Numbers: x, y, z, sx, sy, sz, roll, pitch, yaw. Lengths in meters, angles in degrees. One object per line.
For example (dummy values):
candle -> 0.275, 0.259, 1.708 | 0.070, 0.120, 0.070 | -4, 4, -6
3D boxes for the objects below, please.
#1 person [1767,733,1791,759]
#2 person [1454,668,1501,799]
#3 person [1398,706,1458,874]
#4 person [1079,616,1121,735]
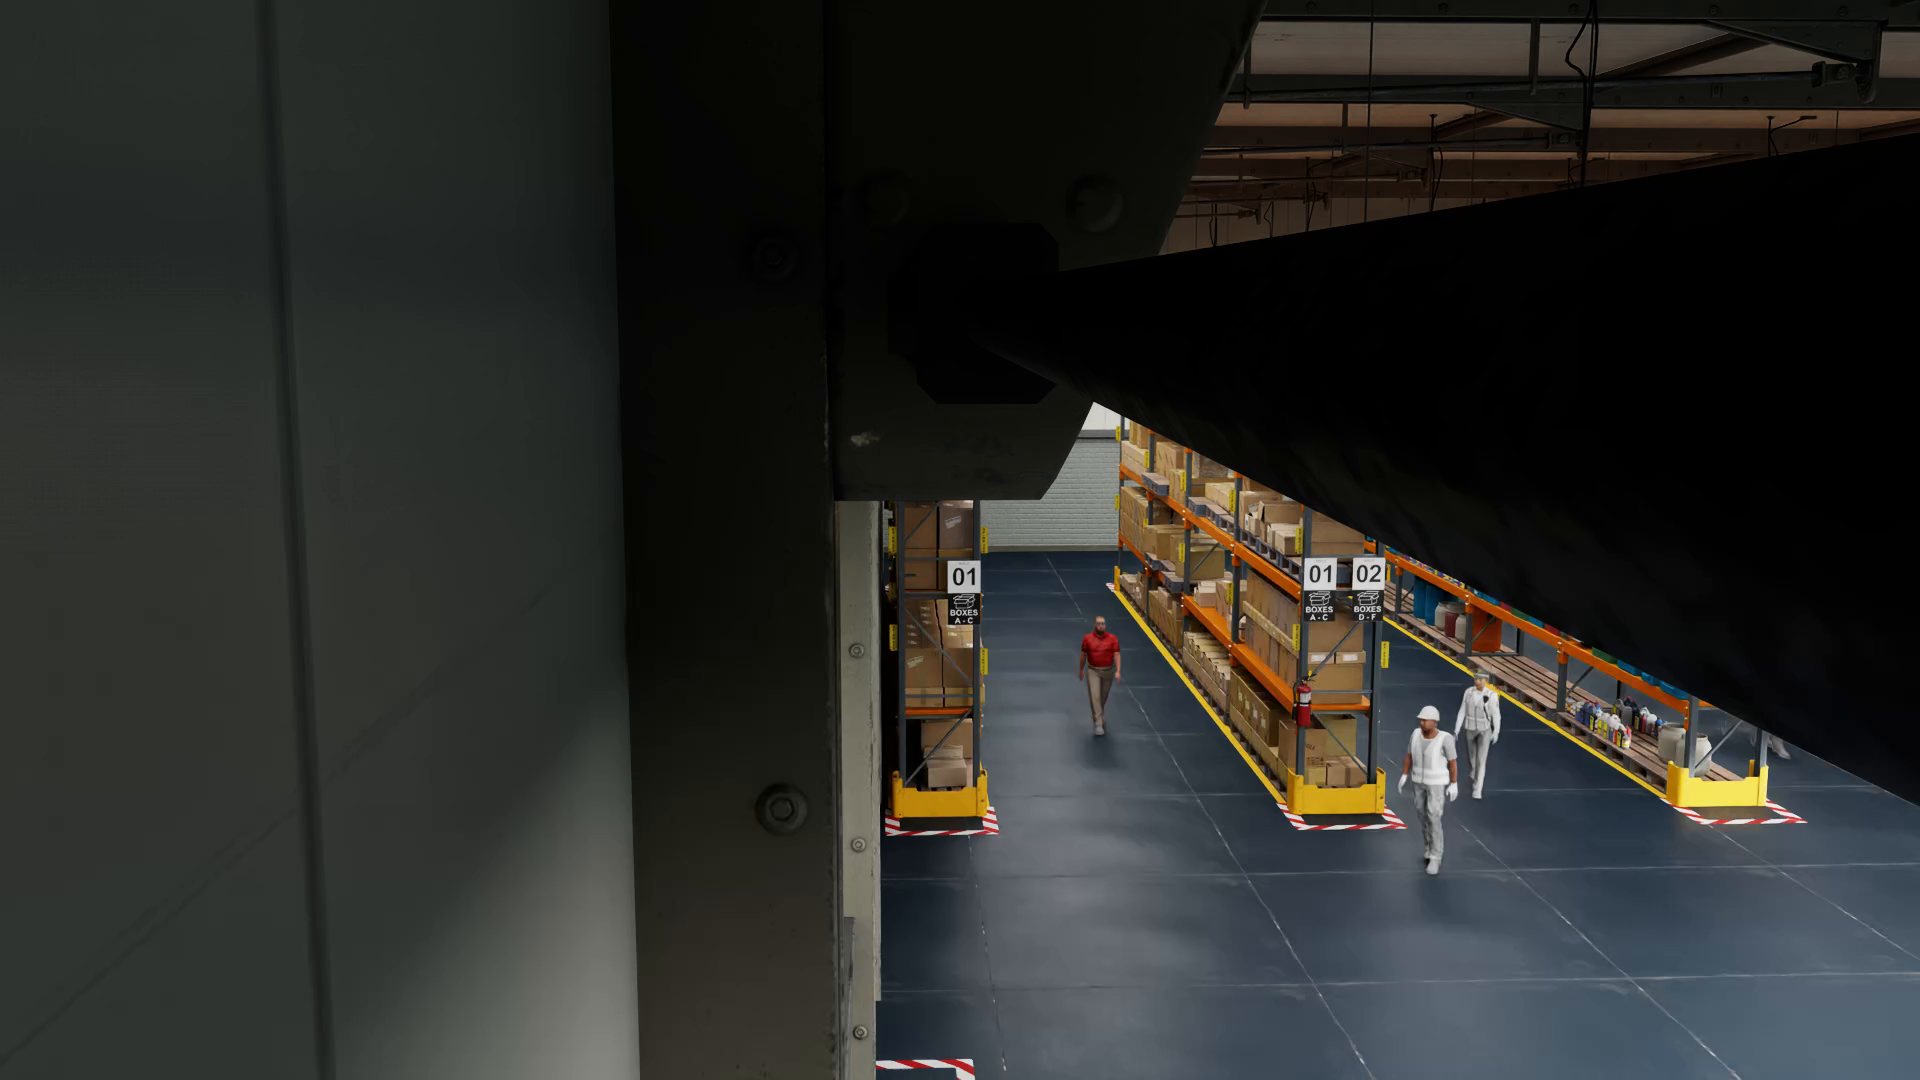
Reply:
person -> 11.523, 2.170, 23.340 | 0.494, 1.670, 0.675 | -3, 9, -19
person -> 6.695, 2.428, 21.470 | 0.539, 1.626, 1.058 | 4, 9, 27
person -> 5.256, 2.768, 18.733 | 0.676, 1.787, 0.645 | -7, 11, -42
person -> 2.096, 1.958, 24.575 | 0.540, 1.653, 1.088 | -2, 8, -12
